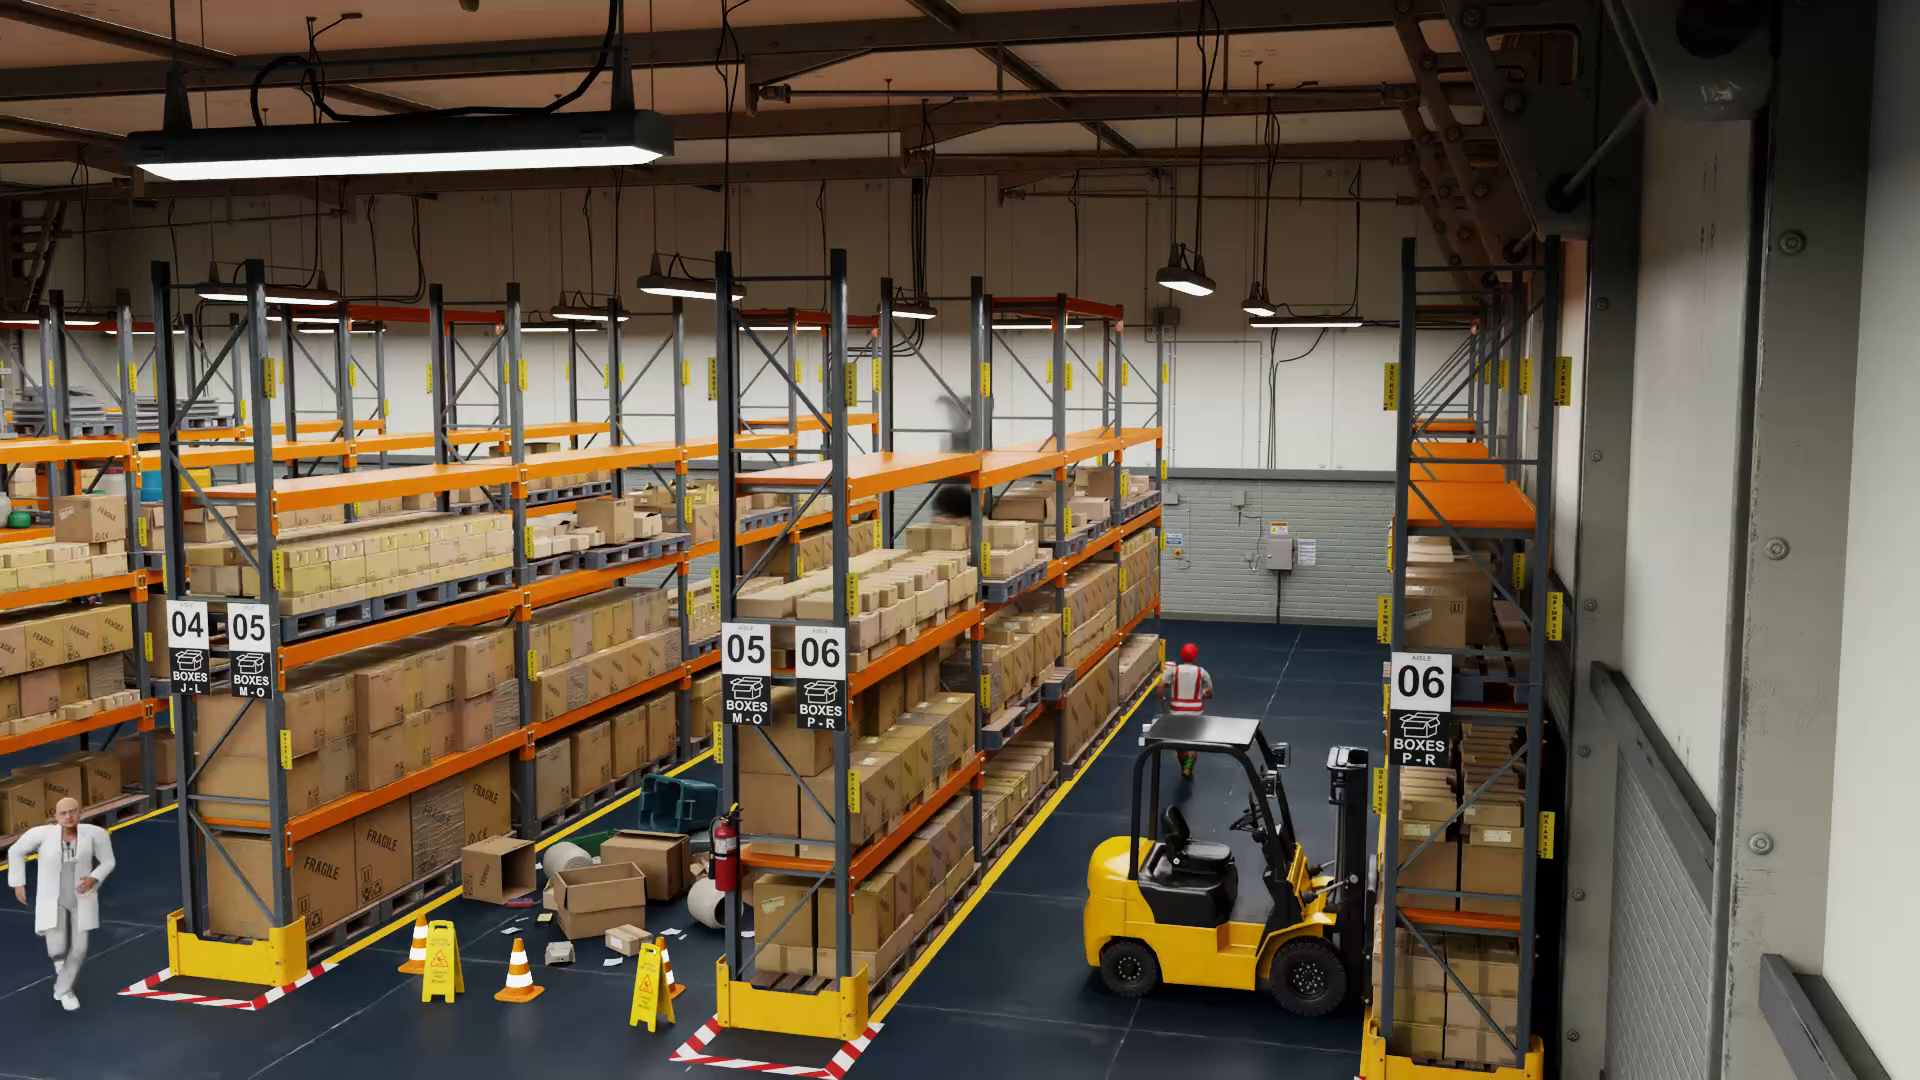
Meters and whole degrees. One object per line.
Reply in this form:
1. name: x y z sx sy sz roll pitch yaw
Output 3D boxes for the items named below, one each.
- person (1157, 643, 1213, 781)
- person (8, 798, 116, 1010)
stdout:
1. person: 2.762 2.135 20.343 0.670 1.778 0.991 2 6 15
2. person: -7.174 2.915 13.327 0.759 1.729 0.710 -4 7 -31
